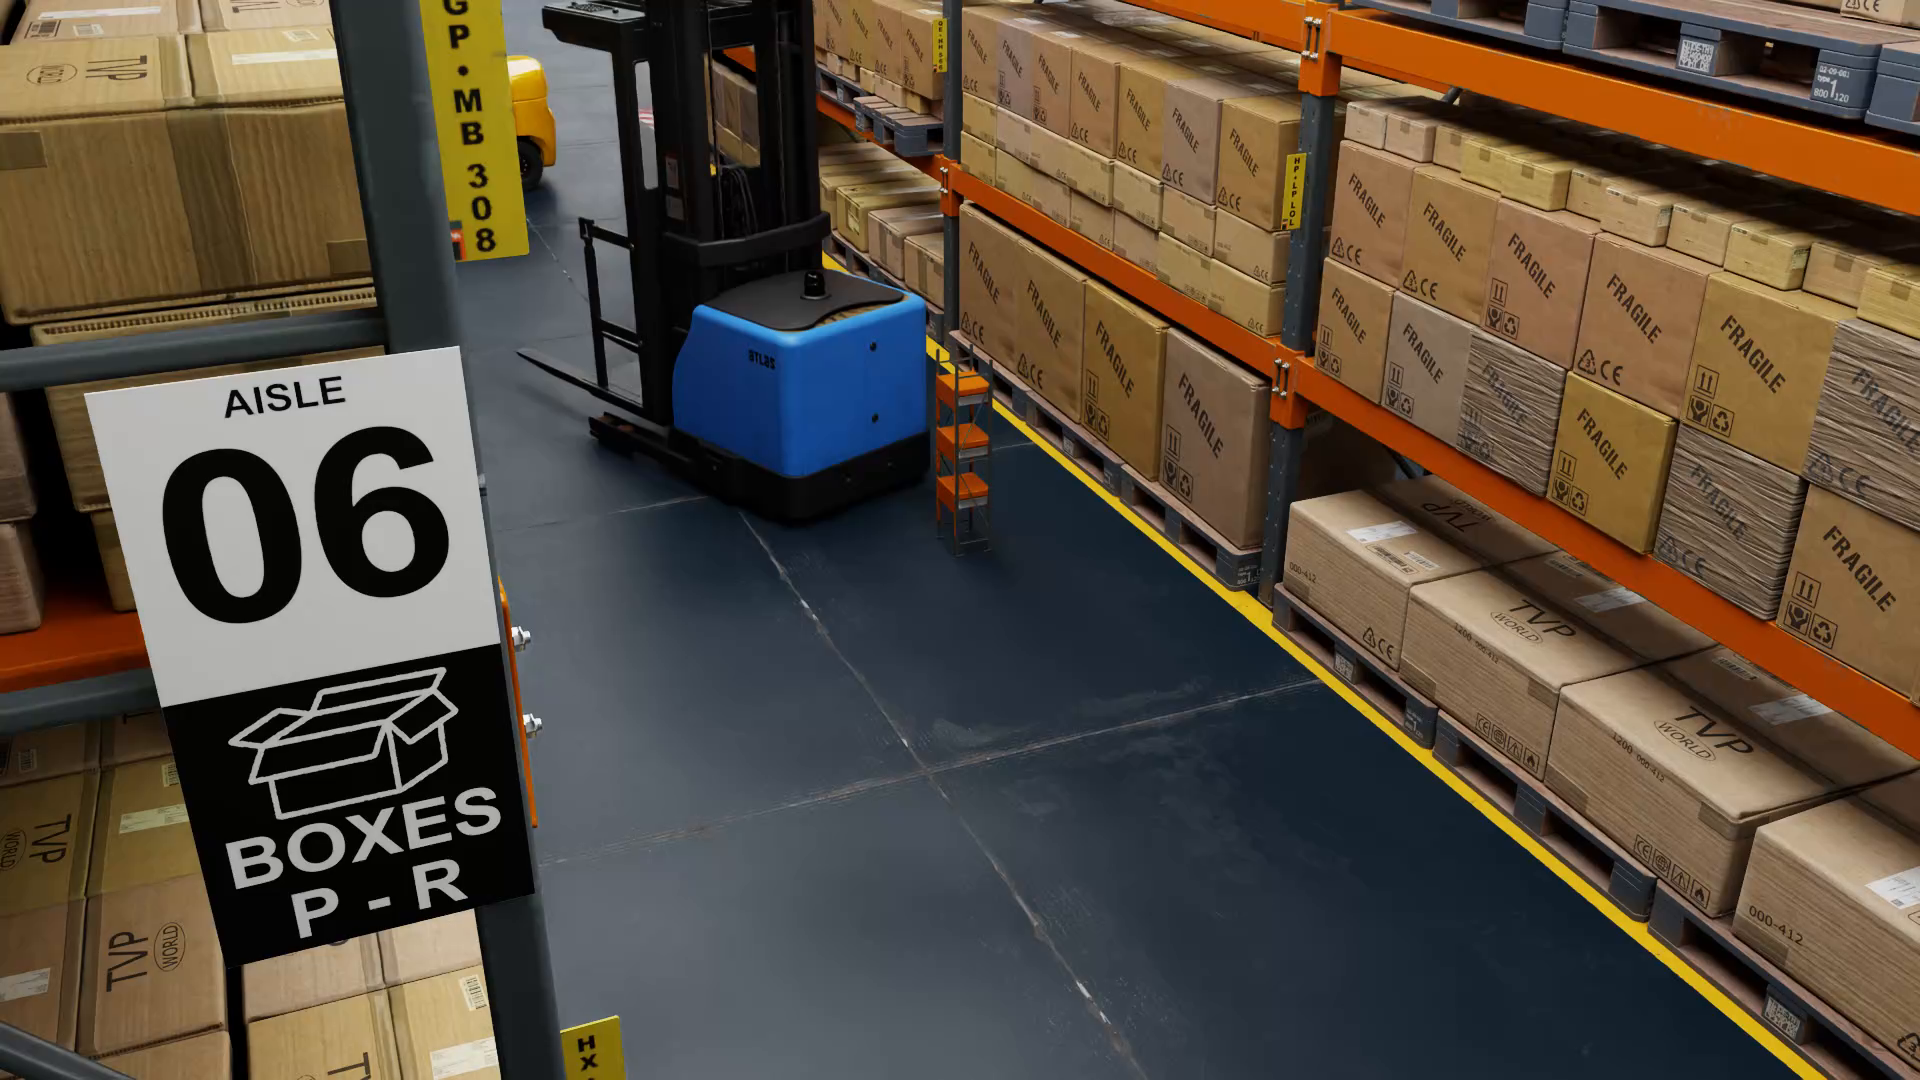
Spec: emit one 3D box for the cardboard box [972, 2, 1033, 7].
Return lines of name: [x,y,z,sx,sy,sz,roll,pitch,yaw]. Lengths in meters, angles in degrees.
cardboard box: [0.410,-3.319,11.197,0.500,0.500,0.500,-11,28,-22]

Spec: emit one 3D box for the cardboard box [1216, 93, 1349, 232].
cardboard box: [1.533,-1.747,7.655,0.500,0.500,0.500,-10,28,-19]

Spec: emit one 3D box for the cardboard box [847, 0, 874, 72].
cardboard box: [-0.472,-3.643,11.862,0.500,0.500,0.500,-13,29,-24]

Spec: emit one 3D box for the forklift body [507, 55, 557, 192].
forklift body: [-4.904,-4.272,15.048,2.313,2.155,1.214,-11,28,-21]

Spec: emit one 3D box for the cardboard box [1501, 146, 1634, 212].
cardboard box: [2.197,-1.309,6.019,0.380,0.149,0.250,-11,28,-22]

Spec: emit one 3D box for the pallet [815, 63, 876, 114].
pallet: [-0.440,-3.436,12.587,1.003,0.211,1.213,-11,28,-21]

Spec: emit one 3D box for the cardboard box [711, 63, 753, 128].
cardboard box: [-2.074,-4.238,15.813,0.500,0.500,0.500,-9,27,-18]

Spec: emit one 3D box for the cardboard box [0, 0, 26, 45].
cardboard box: [-1.905,-0.833,2.880,0.500,0.250,0.500,-10,28,-20]

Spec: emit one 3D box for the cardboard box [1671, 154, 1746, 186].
cardboard box: [2.795,-1.304,6.010,0.380,0.149,0.250,-11,28,-22]

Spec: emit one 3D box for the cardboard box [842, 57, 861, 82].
cardboard box: [-0.652,-3.510,12.327,0.380,0.149,0.250,-12,28,-22]

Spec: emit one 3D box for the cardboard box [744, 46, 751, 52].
cardboard box: [-1.704,-4.409,14.647,0.380,0.149,0.250,-10,28,-19]

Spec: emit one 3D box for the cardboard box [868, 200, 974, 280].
cardboard box: [-0.135,-2.264,12.485,0.950,0.372,0.625,-11,28,-22]

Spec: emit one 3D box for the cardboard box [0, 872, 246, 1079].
cardboard box: [-1.685,0.939,3.239,0.500,0.250,0.500,-10,28,-20]

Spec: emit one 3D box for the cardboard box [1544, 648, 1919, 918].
cardboard box: [2.789,0.845,6.042,0.875,0.438,0.875,-10,28,-19]

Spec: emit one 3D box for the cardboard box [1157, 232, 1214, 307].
cardboard box: [1.333,-1.391,8.352,0.500,0.250,0.500,-11,28,-21]

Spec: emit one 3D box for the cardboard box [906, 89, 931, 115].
cardboard box: [-0.143,-2.993,11.270,0.380,0.149,0.250,-10,28,-20]

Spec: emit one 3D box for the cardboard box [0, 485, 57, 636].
cardboard box: [-1.398,0.030,2.138,0.380,0.149,0.250,-10,28,-19]

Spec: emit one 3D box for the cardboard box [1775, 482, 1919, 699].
cardboard box: [2.891,0.100,5.012,0.500,0.500,0.500,-11,28,-22]

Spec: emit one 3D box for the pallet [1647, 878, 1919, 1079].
pallet: [3.121,1.443,5.553,1.003,0.211,1.213,-11,28,-21]

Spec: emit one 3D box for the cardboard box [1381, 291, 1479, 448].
cardboard box: [2.076,-0.722,6.695,0.500,0.500,0.500,-10,28,-20]

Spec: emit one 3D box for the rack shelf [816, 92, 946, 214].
rack shelf: [-0.410,-3.214,12.734,1.077,0.370,4.000,-11,28,-21]

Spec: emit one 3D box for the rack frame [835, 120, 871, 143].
rack frame: [-1.193,-4.345,14.230,1.000,3.000,0.127,-11,28,-21]

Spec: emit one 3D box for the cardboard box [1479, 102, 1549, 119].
cardboard box: [2.356,-1.706,6.833,0.380,0.149,0.250,-10,28,-19]

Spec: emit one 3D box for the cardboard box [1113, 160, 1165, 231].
cardboard box: [1.132,-1.817,8.654,0.500,0.250,0.500,-10,28,-19]

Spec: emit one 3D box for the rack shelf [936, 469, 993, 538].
rack shelf: [0.021,-0.191,8.602,0.215,0.259,0.240,-11,28,-21]

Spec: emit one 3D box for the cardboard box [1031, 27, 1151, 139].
cardboard box: [0.733,-2.573,9.347,0.500,0.500,0.500,-10,28,-19]

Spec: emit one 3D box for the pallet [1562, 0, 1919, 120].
pallet: [2.724,-1.599,5.289,1.003,0.211,1.213,-11,28,-21]

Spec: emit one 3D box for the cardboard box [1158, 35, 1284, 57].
cardboard box: [1.405,-2.447,9.090,0.500,0.500,0.500,-11,28,-21]

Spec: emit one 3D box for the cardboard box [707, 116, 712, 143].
cardboard box: [-2.280,-4.114,16.413,0.500,0.250,0.500,-9,27,-17]

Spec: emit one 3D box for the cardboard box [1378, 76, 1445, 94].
cardboard box: [4.022,-3.789,15.176,1.050,0.750,0.750,-11,28,-21]

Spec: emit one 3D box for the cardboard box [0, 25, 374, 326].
cardboard box: [-1.003,-0.507,2.213,0.500,0.250,0.500,-11,28,-21]

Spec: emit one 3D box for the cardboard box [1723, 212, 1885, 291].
cardboard box: [2.631,-0.902,5.186,0.380,0.149,0.250,-10,28,-19]

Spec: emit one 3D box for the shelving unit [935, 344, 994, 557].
shelving unit: [0.021,-0.450,8.475,0.215,1.050,0.252,-11,28,-21]

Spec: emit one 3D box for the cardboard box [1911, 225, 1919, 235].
cardboard box: [3.186,-0.895,5.172,0.380,0.149,0.250,-10,28,-20]

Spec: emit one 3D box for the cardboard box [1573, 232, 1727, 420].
cardboard box: [2.481,-0.758,5.630,0.500,0.500,0.500,-11,28,-21]

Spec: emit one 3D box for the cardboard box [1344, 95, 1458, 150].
cardboard box: [1.824,-1.729,6.879,0.380,0.149,0.250,-11,28,-21]

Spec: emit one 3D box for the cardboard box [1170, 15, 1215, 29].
cardboard box: [2.783,-5.099,17.718,0.875,0.875,0.875,-10,28,-20]

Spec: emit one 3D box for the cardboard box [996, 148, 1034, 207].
cardboard box: [0.550,-2.217,10.044,0.500,0.250,0.500,-11,28,-22]

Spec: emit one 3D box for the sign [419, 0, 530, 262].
sign: [-0.561,-0.480,1.899,0.100,0.325,0.005,-11,28,-21]

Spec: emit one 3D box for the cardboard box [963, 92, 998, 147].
cardboard box: [0.344,-2.640,10.340,0.500,0.250,0.500,-11,28,-21]

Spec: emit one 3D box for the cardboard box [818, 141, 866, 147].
cardboard box: [-1.176,-3.582,15.324,0.500,0.250,0.500,-12,28,-23]

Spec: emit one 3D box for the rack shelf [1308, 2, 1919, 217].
rack shelf: [2.723,-1.332,5.461,1.077,0.370,4.000,-11,28,-21]

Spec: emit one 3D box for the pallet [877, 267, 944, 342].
pallet: [0.068,-1.793,12.181,1.003,0.211,1.213,-11,28,-21]

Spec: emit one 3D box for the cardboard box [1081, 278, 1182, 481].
cardboard box: [1.262,-0.949,9.218,0.875,0.875,0.875,-10,28,-19]

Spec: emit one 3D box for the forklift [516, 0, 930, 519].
forklift: [-1.566,-1.976,9.457,3.031,2.935,1.130,24,35,39]
